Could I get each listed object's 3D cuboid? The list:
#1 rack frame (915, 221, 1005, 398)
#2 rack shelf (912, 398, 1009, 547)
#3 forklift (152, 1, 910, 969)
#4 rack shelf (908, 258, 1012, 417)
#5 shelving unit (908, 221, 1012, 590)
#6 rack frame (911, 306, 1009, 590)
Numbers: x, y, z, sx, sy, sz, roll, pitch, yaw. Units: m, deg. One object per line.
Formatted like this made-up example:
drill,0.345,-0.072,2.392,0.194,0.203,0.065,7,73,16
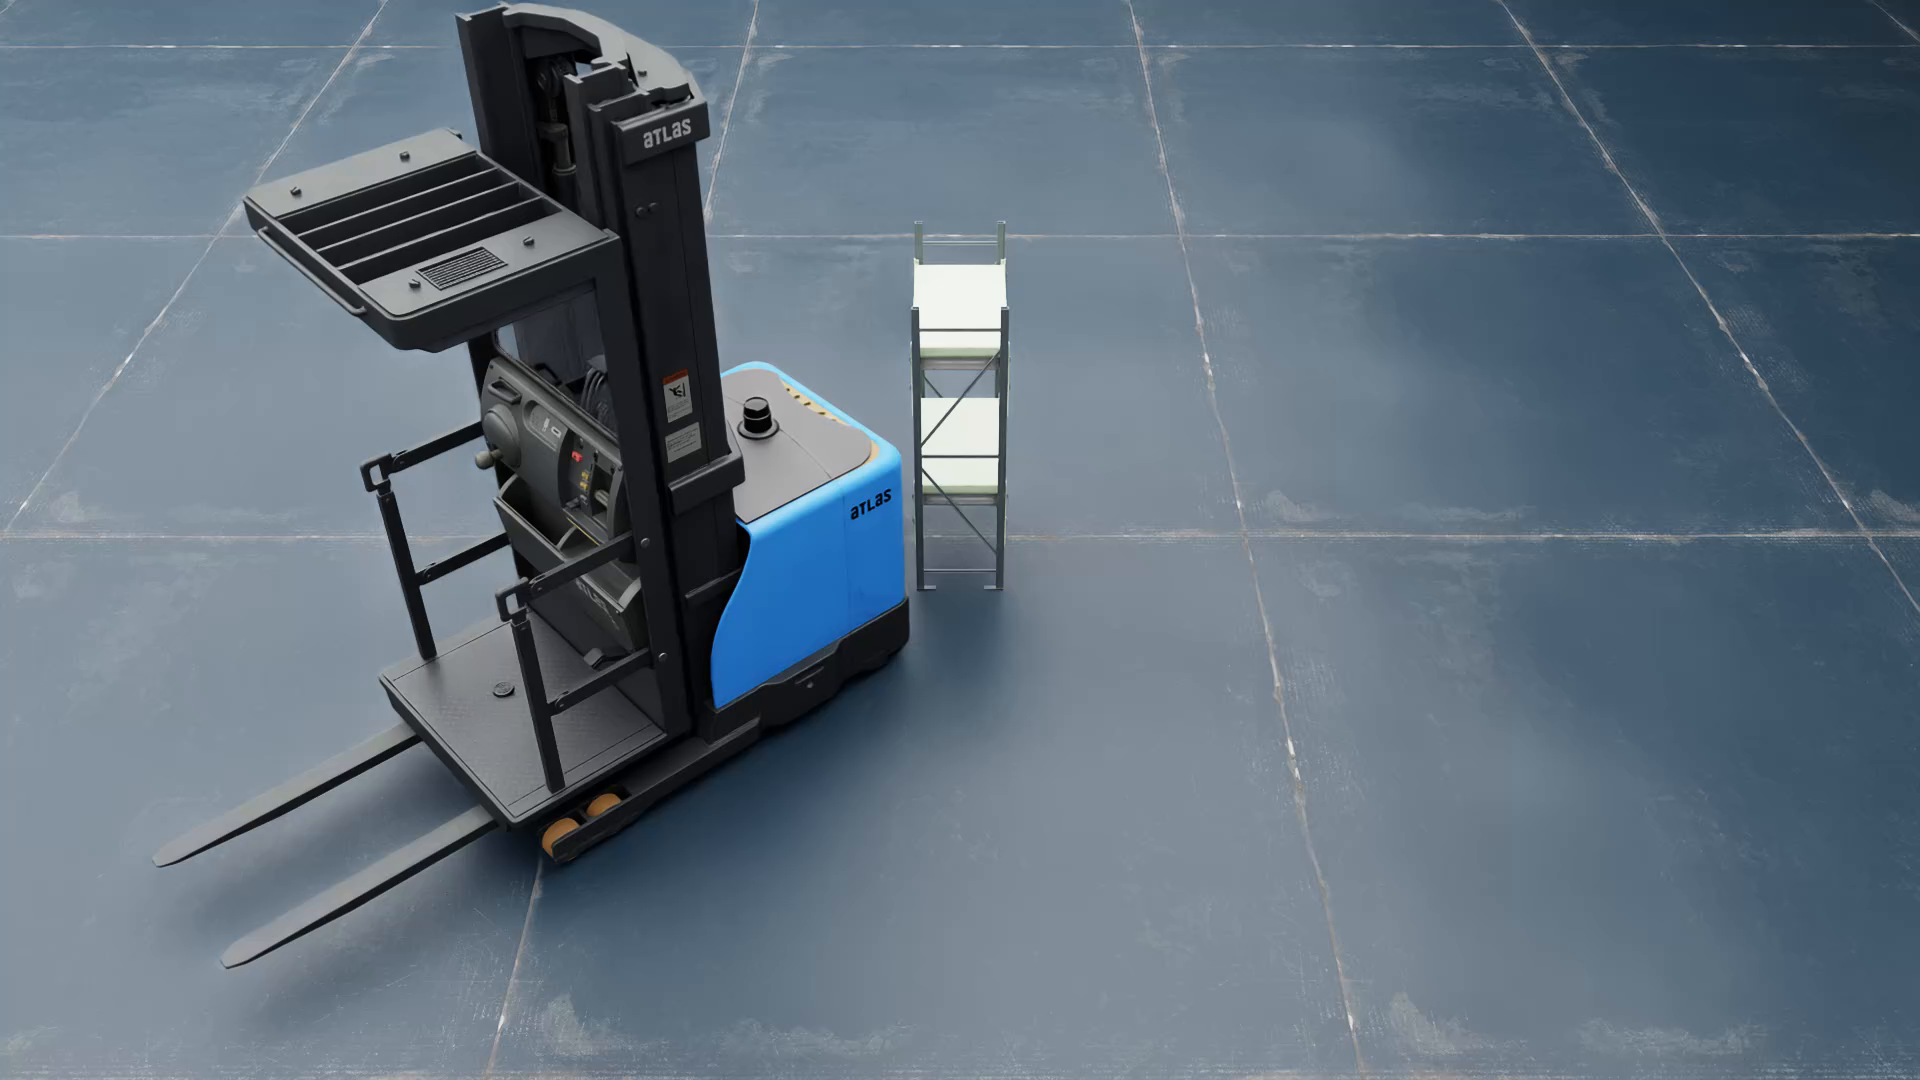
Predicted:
rack frame,0.000,-0.818,7.817,0.400,1.500,0.023,0,39,0
rack shelf,0.000,-0.335,7.736,0.431,0.370,0.720,0,39,0
forklift,-1.653,-0.270,5.989,3.031,2.935,1.130,-30,47,-32
rack shelf,0.000,-0.894,7.288,0.431,0.370,0.720,0,39,0
shelving unit,0.000,-0.589,7.532,0.431,1.500,0.755,0,39,0
rack frame,0.000,-0.361,7.246,0.400,1.500,0.023,0,39,0
